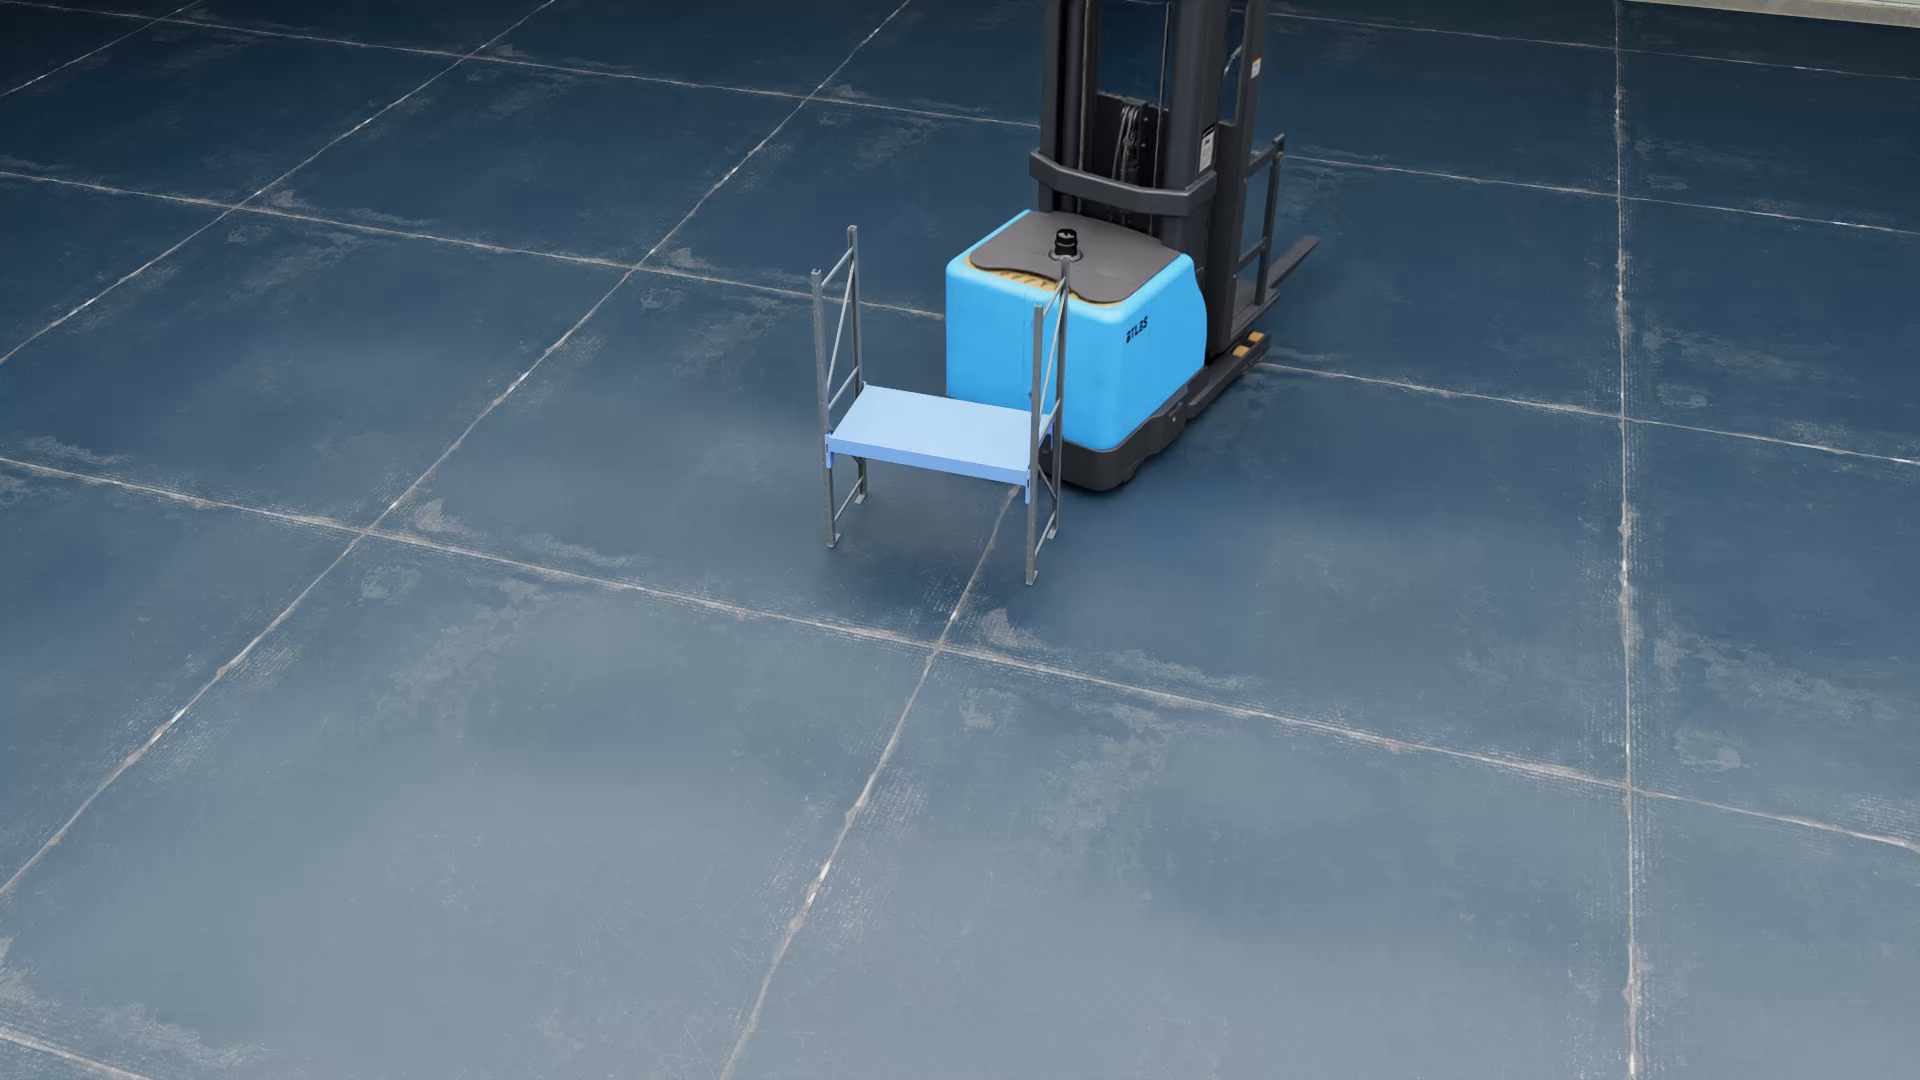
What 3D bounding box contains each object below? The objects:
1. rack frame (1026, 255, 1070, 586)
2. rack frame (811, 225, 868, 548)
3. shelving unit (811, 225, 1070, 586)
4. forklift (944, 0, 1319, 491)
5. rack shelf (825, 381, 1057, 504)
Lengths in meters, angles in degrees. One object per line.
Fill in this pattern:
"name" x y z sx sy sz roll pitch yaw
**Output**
"rack frame" 0.404 -0.529 7.704 0.032 1.500 0.500 10 38 14
"rack frame" -0.567 -0.709 7.948 0.032 1.500 0.500 10 38 14
"shelving unit" -0.081 -0.619 7.826 1.048 1.500 0.538 10 38 14
"forklift" 1.147 -2.268 8.859 1.130 2.935 3.031 21 41 26
"rack shelf" -0.081 -0.474 7.933 1.000 0.185 0.538 10 38 14
